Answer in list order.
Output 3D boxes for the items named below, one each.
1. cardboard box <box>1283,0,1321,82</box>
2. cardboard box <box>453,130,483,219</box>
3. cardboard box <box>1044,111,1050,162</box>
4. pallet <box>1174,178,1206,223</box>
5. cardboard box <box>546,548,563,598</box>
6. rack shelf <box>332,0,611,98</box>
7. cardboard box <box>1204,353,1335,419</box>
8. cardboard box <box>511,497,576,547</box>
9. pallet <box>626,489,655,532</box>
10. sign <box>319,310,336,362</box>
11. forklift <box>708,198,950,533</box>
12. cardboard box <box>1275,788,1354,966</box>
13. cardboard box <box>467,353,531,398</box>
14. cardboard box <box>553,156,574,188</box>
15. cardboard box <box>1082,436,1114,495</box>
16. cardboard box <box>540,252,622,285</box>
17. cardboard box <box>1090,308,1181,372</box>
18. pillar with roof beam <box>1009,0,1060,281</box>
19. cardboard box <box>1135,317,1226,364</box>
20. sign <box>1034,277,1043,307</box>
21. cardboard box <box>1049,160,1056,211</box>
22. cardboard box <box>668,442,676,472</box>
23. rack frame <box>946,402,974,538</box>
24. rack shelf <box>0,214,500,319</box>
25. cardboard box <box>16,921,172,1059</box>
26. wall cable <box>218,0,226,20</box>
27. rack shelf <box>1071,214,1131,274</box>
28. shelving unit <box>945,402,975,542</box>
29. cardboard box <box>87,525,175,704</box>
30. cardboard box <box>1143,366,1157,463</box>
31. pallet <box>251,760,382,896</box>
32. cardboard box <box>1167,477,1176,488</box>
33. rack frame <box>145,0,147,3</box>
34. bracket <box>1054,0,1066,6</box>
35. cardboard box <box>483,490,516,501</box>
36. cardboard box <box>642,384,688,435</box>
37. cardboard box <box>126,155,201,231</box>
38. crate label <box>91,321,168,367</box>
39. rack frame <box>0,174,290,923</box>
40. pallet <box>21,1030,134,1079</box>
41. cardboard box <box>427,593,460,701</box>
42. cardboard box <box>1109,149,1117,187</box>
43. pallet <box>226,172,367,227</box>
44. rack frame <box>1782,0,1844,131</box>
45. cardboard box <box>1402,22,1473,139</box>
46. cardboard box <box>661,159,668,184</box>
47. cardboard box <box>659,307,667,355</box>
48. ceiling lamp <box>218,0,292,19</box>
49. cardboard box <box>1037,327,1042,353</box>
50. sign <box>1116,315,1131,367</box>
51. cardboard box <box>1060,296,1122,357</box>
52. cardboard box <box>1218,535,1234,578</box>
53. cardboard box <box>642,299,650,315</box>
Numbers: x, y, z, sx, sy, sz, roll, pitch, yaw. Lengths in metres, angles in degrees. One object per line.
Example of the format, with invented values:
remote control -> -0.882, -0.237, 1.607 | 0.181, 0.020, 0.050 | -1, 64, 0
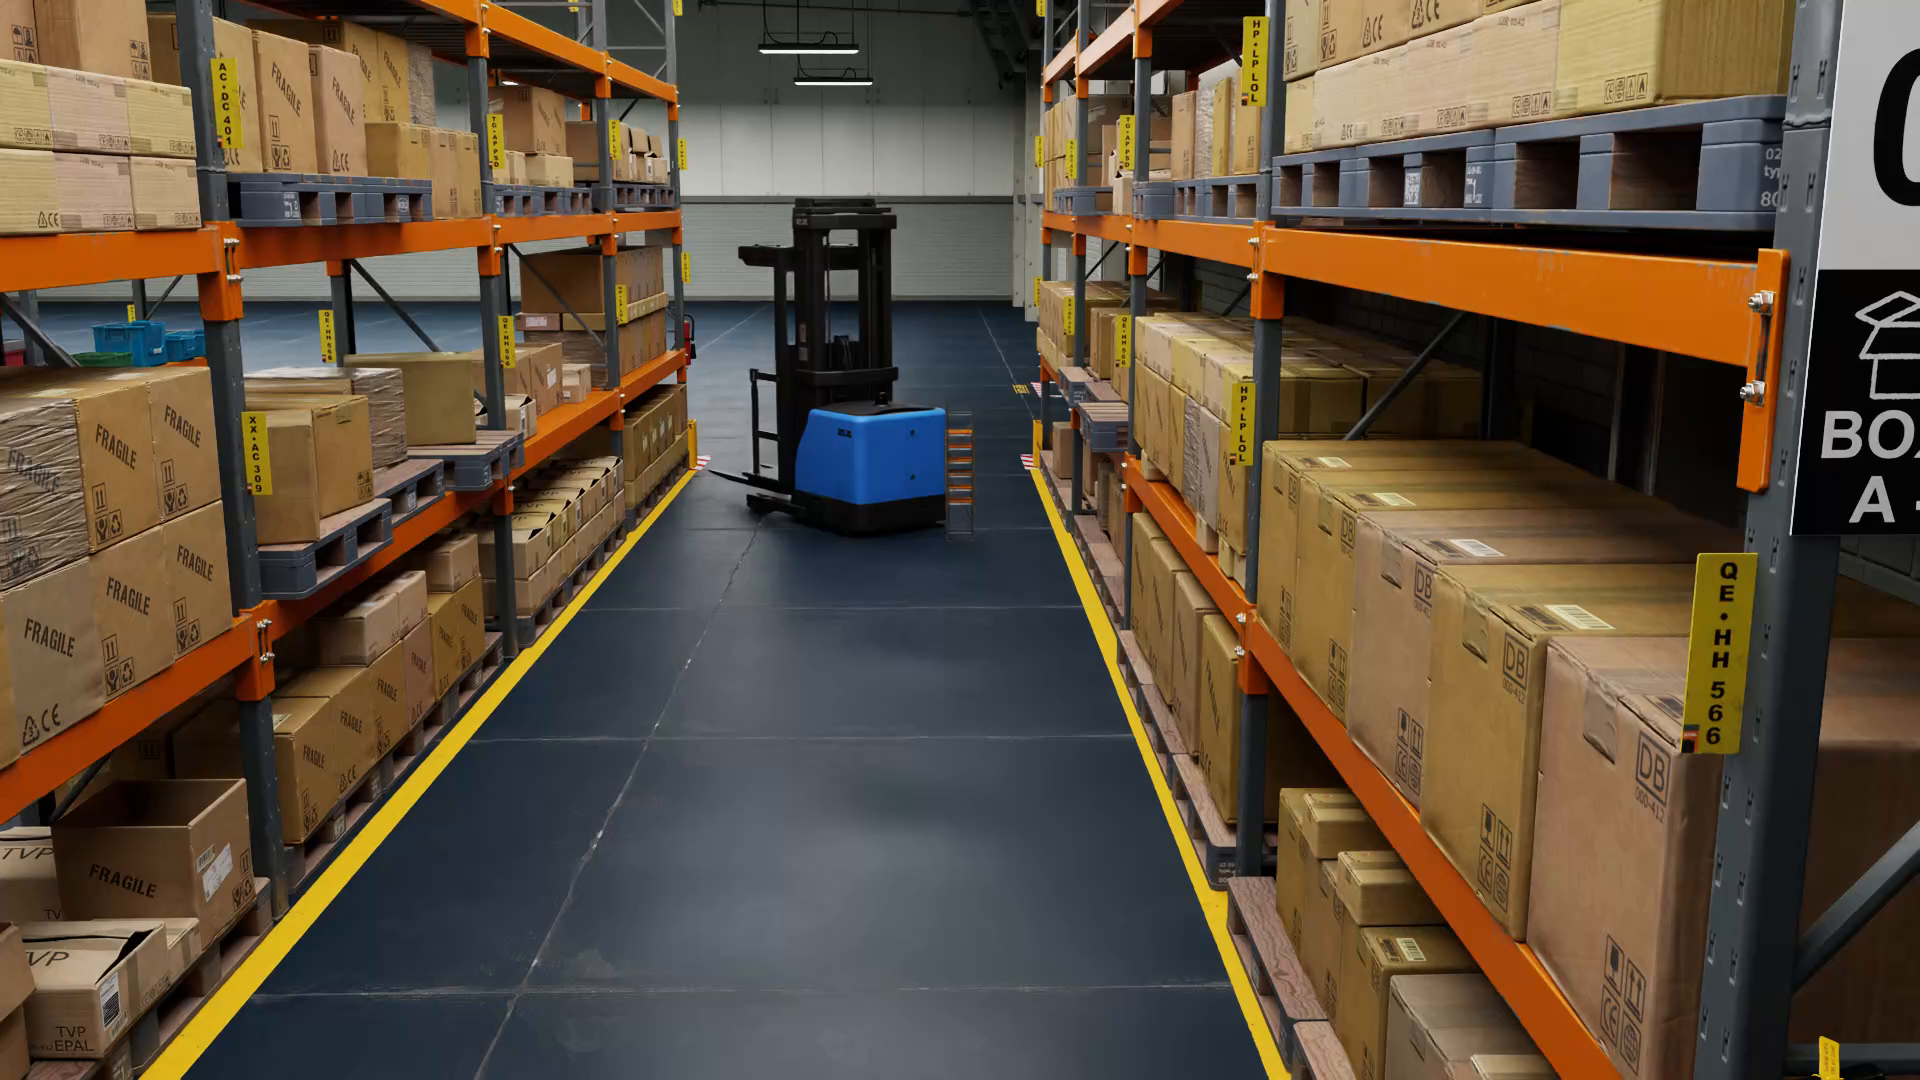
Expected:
cardboard box -> 1.392, -1.807, 5.559 | 0.500, 0.500, 0.500 | 0, 11, -2
cardboard box -> -3.335, -2.137, 9.753 | 0.910, 0.500, 0.500 | 0, 11, -1
cardboard box -> 1.134, -4.157, 17.146 | 0.500, 0.500, 0.500 | 0, 11, -2
pallet -> 1.667, -1.753, 8.587 | 1.003, 0.211, 1.213 | 0, 11, 1
cardboard box -> -3.106, 0.232, 11.731 | 0.500, 0.250, 0.500 | -1, 11, -3
rack shelf -> -3.419, -3.494, 11.962 | 1.077, 0.370, 4.000 | 0, 11, -1
cardboard box -> 1.391, -0.696, 7.510 | 0.500, 0.250, 0.500 | 0, 11, 0
cardboard box -> -3.123, -0.149, 12.197 | 0.500, 0.311, 0.500 | -1, 11, -3
pallet -> -3.435, -0.291, 15.464 | 1.003, 0.211, 1.213 | 0, 11, -1
sign -> -3.933, -1.269, 10.358 | 0.100, 0.325, 0.005 | 0, 11, -1
forklift -> -1.386, -1.735, 15.738 | 1.130, 2.935, 3.031 | -9, 14, -37
cardboard box -> 1.570, 1.238, 6.145 | 0.700, 0.500, 0.500 | 0, 11, 0
cardboard box -> -3.429, -1.087, 12.122 | 0.500, 0.500, 0.500 | -1, 11, -4
cardboard box -> -3.457, -2.980, 13.478 | 0.500, 0.250, 0.500 | 1, 12, 5
cardboard box -> 1.431, -0.718, 15.732 | 0.500, 0.500, 0.500 | -1, 12, -5
cardboard box -> -3.488, -2.373, 15.198 | 0.700, 0.500, 0.500 | 0, 11, -1
cardboard box -> 1.469, -1.684, 13.958 | 0.700, 0.500, 0.500 | 0, 11, -1
pillar with roof beam -> -2.387, -8.681, 34.715 | 9.100, 9.000, 0.548 | 0, 11, -1
cardboard box -> 1.327, -1.201, 9.998 | 0.500, 0.250, 0.500 | 0, 11, 0
sign -> 0.867, -2.738, 18.333 | 0.100, 0.325, 0.005 | 0, 11, -1
cardboard box -> 1.157, -3.567, 16.752 | 0.500, 0.500, 0.500 | 0, 11, 1
cardboard box -> -3.202, -0.849, 17.059 | 0.500, 0.250, 0.500 | 0, 11, -1
rack frame -> -0.002, -0.609, 14.544 | 0.240, 1.200, 0.006 | 0, 11, -1
rack shelf -> -3.336, -1.425, 8.302 | 1.077, 0.370, 4.000 | 0, 11, -1
cardboard box -> -2.984, 1.454, 5.505 | 0.500, 0.311, 0.500 | 0, 11, -1
wall cable -> -22.764, -14.752, 48.308 | 3.097, 2.526, 0.112 | 0, 11, -1
rack shelf -> 1.533, -2.241, 12.325 | 1.077, 0.370, 4.000 | 0, 11, -1
shelving unit -> 0.000, -0.591, 14.454 | 0.258, 1.200, 0.189 | 0, 11, -1
cardboard box -> -3.016, 0.242, 5.569 | 0.500, 0.500, 0.500 | 0, 11, 0
cardboard box -> 1.330, -0.729, 9.556 | 0.500, 0.500, 0.500 | 0, 11, 1
pallet -> -3.350, 1.296, 7.642 | 1.003, 0.211, 1.213 | 0, 11, -1
cardboard box -> 1.396, -0.393, 9.535 | 0.380, 0.149, 0.250 | 0, 11, -2
rack frame -> -8.495, -5.215, 17.633 | 1.000, 3.000, 0.127 | 0, 11, -1
bracket -> 1.694, -9.186, 28.152 | 0.235, 0.232, 0.430 | 0, 11, -1
cardboard box -> -3.668, -0.244, 12.667 | 0.500, 0.311, 0.500 | 0, 11, 0
cardboard box -> -3.234, -1.415, 17.964 | 0.500, 0.500, 0.500 | 0, 11, -1
cardboard box -> -3.019, -1.210, 5.814 | 0.500, 0.250, 0.500 | 0, 11, -1
crate label -> -8.187, -1.928, 16.428 | 0.502, 0.435, 0.616 | 0, 11, -1
rack frame -> -3.295, 0.091, 6.569 | 1.000, 3.000, 0.127 | 0, 11, -1
pallet -> -3.254, 1.837, 4.975 | 1.003, 0.211, 1.213 | 0, 11, -1
cardboard box -> -3.113, 0.593, 9.274 | 0.500, 0.500, 0.500 | -1, 11, -3
cardboard box -> 1.436, -2.922, 13.039 | 0.500, 0.311, 0.500 | 0, 11, 1
pallet -> -3.238, -1.417, 6.929 | 1.213, 0.211, 1.003 | 0, 11, -1
rack frame -> 1.740, -2.076, 2.157 | 1.000, 3.000, 0.127 | 0, 11, -1
cardboard box -> 1.432, -1.138, 4.150 | 0.500, 0.250, 0.500 | -1, 11, -3
cardboard box -> -3.256, -3.738, 16.865 | 0.500, 0.250, 0.500 | 0, 11, -1
cardboard box -> -3.546, -2.251, 17.859 | 0.700, 0.500, 0.500 | 0, 11, -1
ceiling lamp -> -17.608, -13.097, 41.802 | 2.000, 3.185, 0.800 | 0, 11, -1
cardboard box -> 1.102, -2.154, 17.959 | 0.500, 0.250, 0.500 | -1, 11, -3
sign -> 1.032, -1.250, 10.464 | 0.100, 0.325, 0.005 | 0, 11, -1
cardboard box -> 1.173, -1.917, 14.906 | 0.500, 0.500, 0.500 | 0, 11, -1
cardboard box -> 1.339, 0.067, 7.268 | 0.380, 0.149, 0.250 | 0, 11, 0
cardboard box -> -3.316, -2.329, 16.613 | 0.380, 0.149, 0.250 | 0, 11, 0
